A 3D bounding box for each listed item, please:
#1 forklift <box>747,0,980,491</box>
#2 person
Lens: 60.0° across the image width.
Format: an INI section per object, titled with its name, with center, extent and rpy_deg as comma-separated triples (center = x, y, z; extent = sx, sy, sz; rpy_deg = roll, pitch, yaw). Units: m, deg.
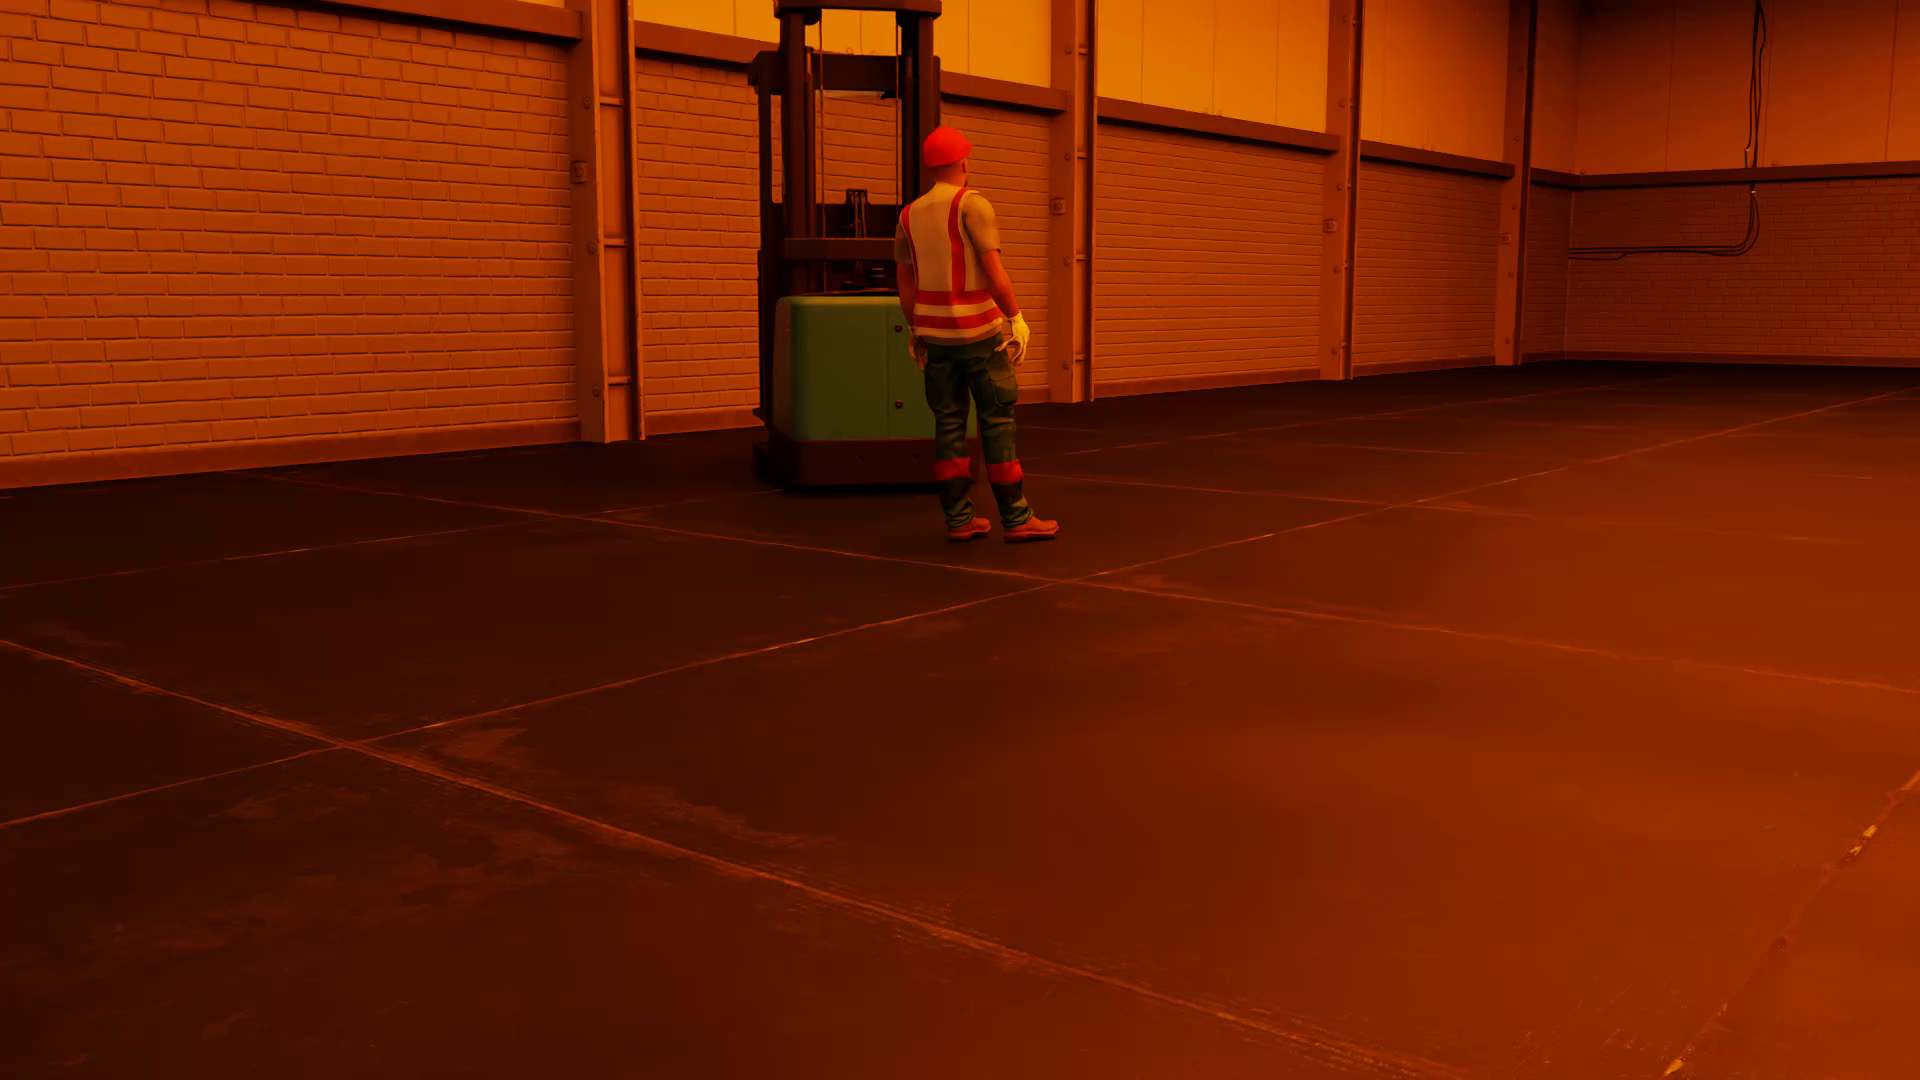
[forklift]
center = -0.710, -1.899, 10.260
extent = 1.130, 2.935, 3.031
rpy_deg = -2, 9, -12
[person]
center = 0.060, -0.900, 7.330
extent = 0.638, 1.790, 0.561
rpy_deg = 7, 11, 38
